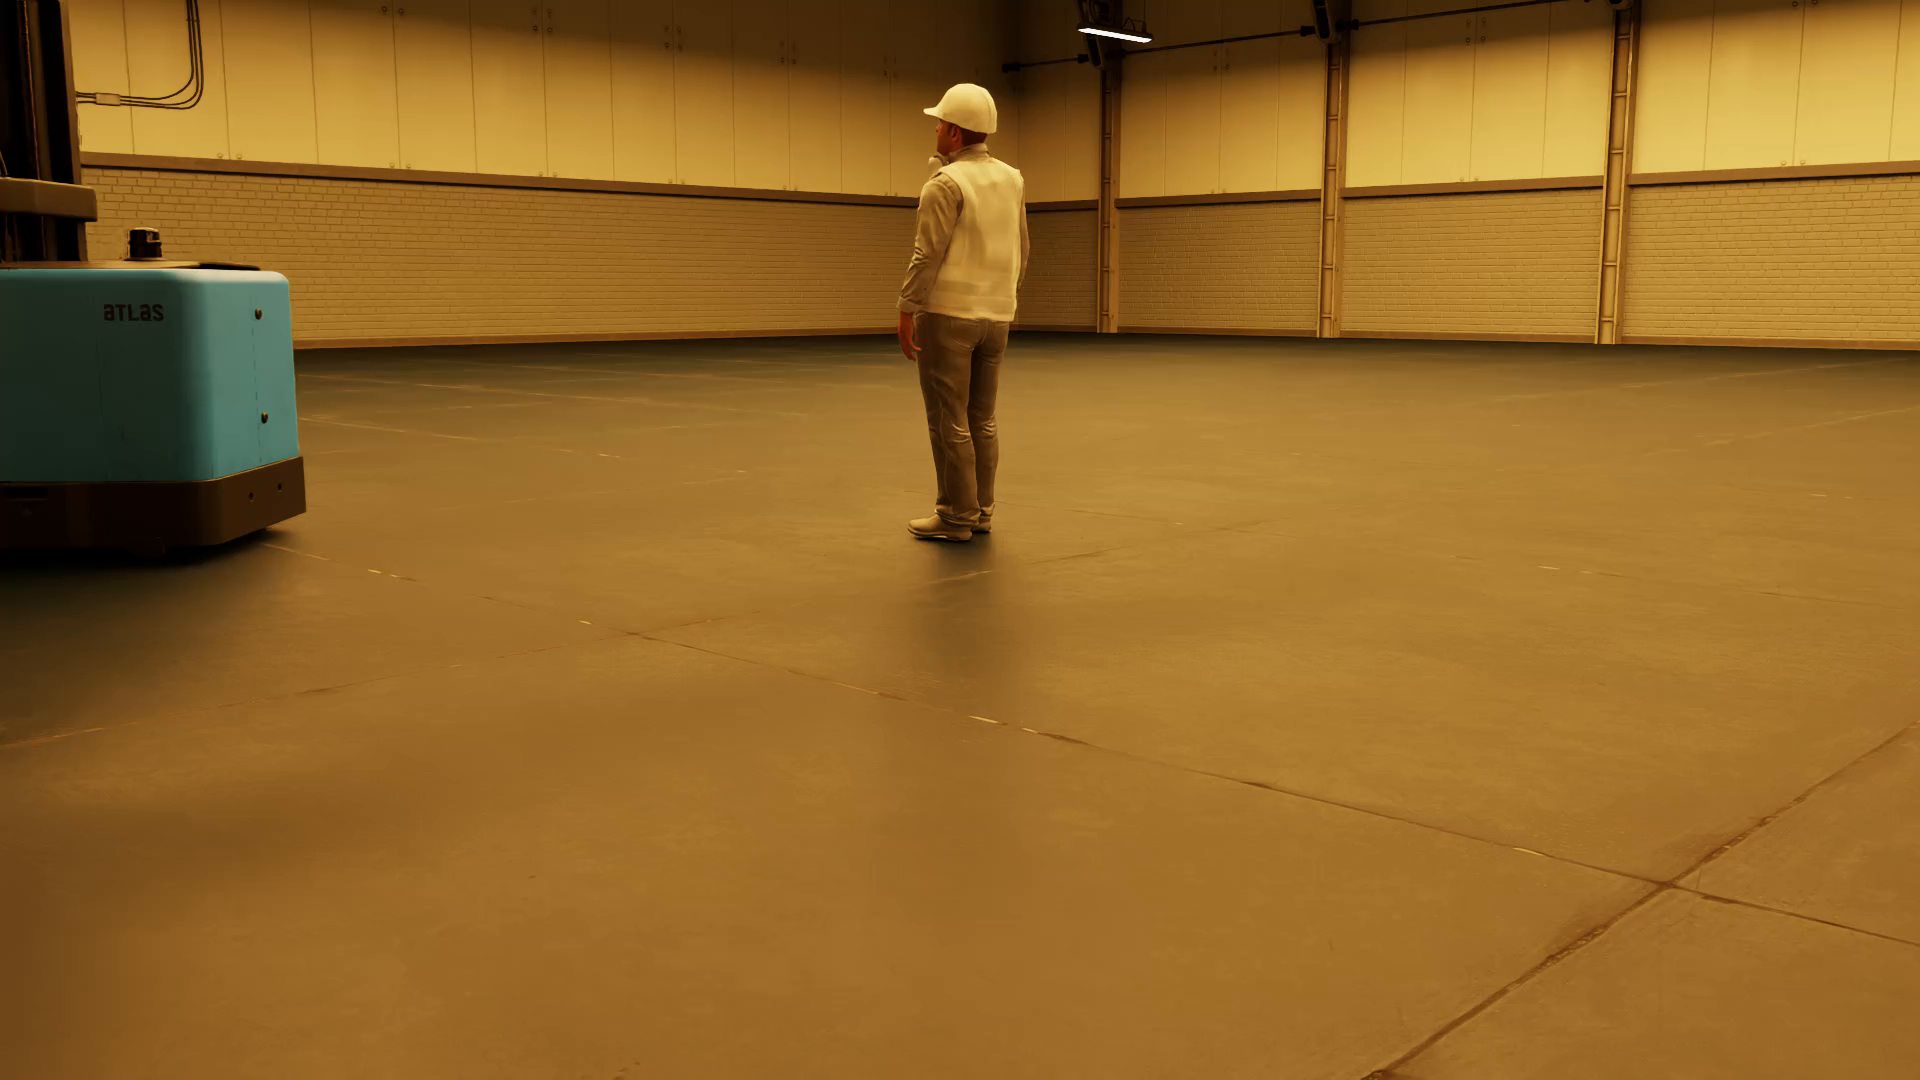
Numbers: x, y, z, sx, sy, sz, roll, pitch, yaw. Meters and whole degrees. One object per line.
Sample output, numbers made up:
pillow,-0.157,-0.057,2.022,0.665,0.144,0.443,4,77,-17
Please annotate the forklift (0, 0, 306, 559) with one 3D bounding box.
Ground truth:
forklift,-4.255,-1.422,6.320,3.031,2.935,1.130,0,9,-2

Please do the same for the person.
person,-0.040,-0.892,6.632,0.566,1.775,0.634,8,12,43
